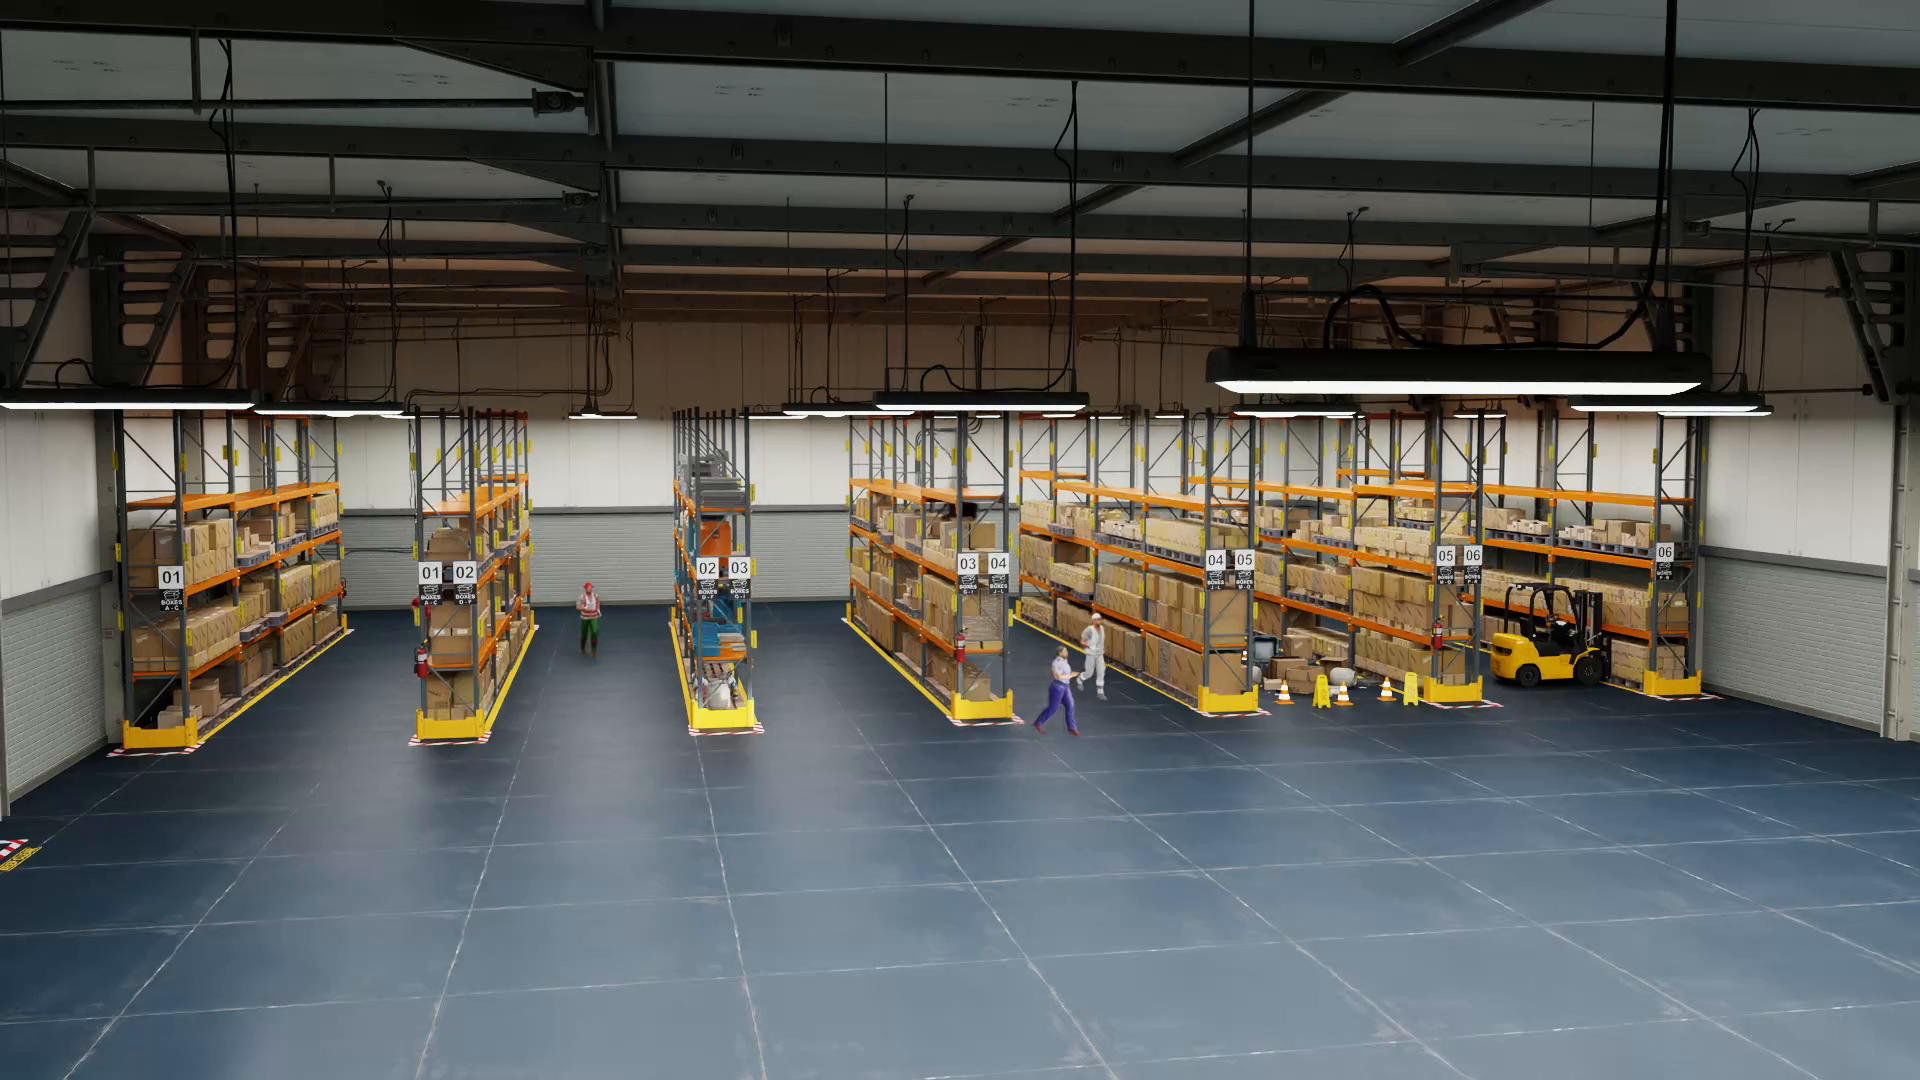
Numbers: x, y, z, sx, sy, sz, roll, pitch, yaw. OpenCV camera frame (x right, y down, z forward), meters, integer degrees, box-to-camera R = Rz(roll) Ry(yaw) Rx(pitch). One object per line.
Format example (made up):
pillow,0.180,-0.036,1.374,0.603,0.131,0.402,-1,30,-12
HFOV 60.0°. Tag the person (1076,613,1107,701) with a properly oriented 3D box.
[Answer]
person,2.759,2.385,34.439,0.685,1.774,1.023,-3,5,-35

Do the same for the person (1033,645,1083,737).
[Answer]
person,1.779,2.735,30.186,0.909,1.670,0.590,2,4,21

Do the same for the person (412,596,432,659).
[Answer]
person,-12.957,1.992,40.335,0.669,1.731,0.866,-1,4,-13

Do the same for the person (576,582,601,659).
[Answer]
person,-9.037,1.931,40.462,0.653,1.825,0.904,-2,5,-27
